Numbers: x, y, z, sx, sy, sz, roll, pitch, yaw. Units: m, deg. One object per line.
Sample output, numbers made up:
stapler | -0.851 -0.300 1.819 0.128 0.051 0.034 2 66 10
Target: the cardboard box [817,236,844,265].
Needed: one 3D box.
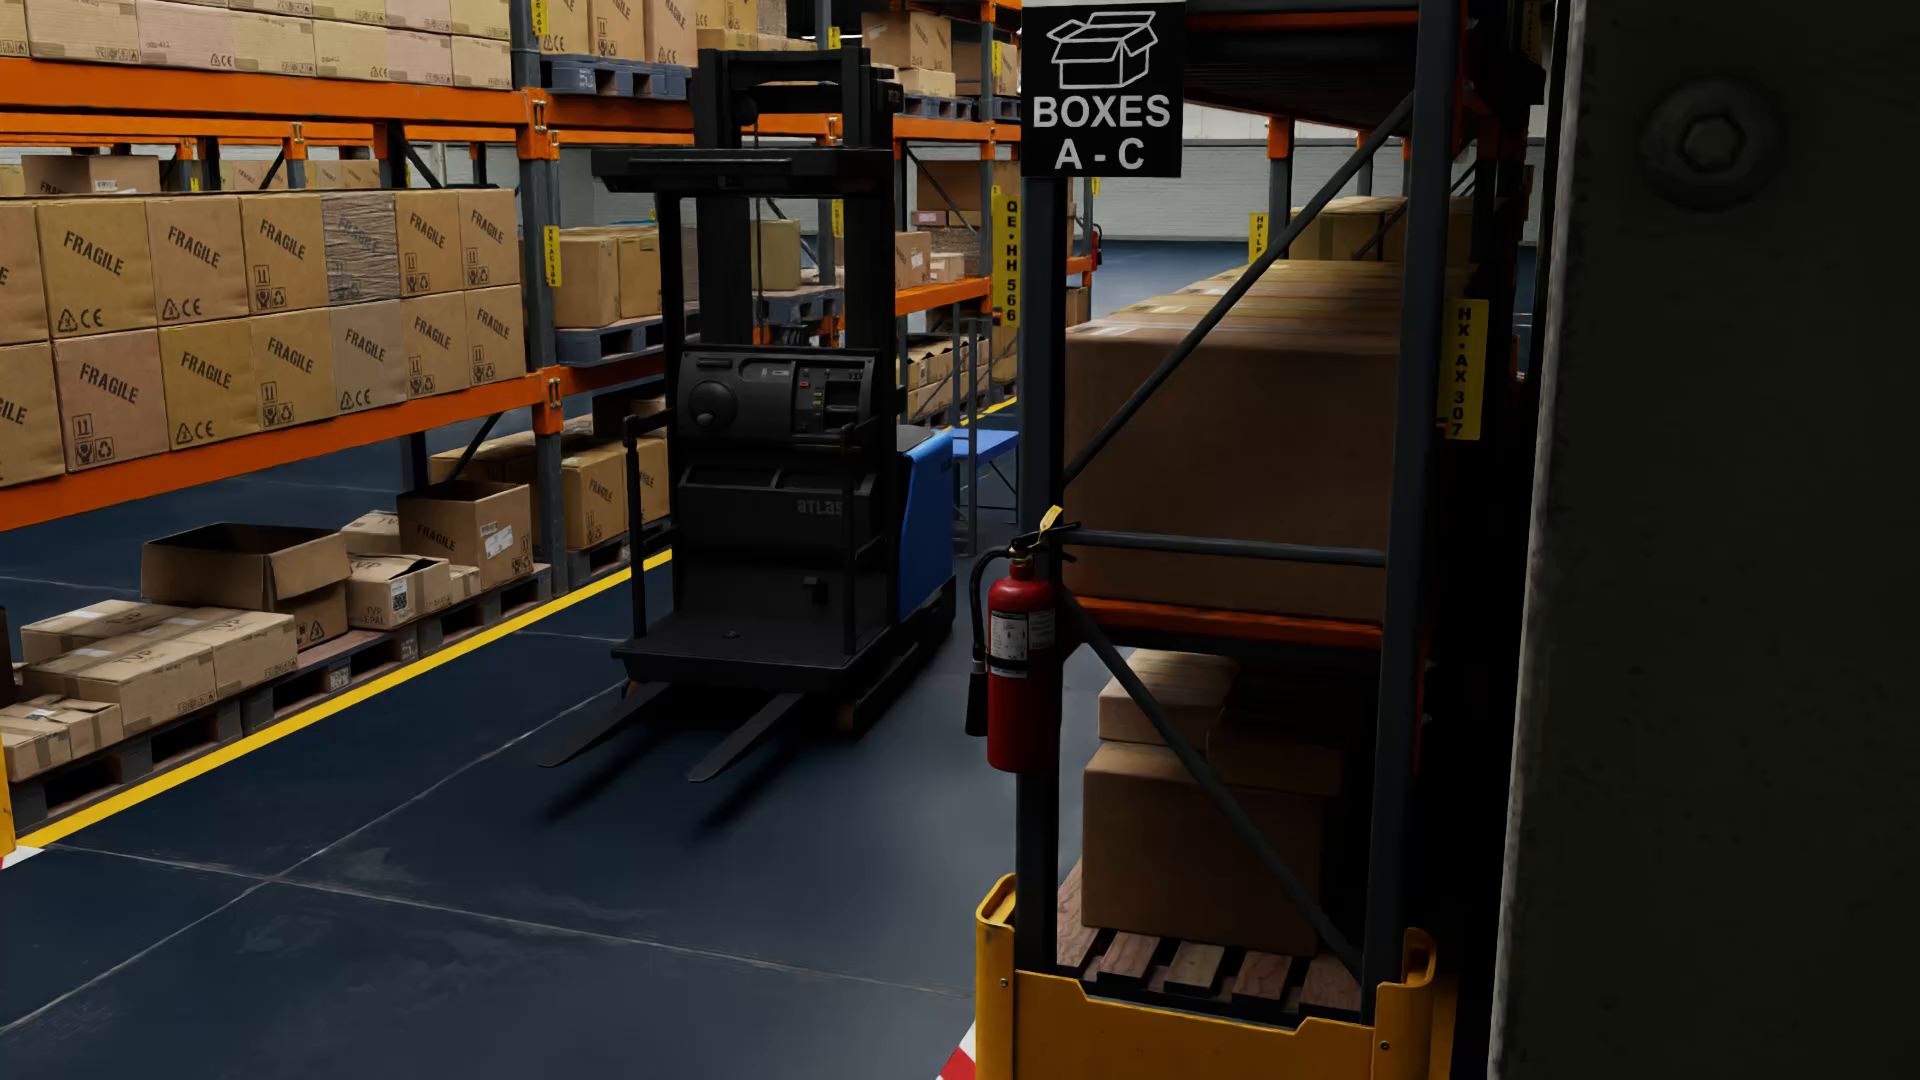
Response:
cardboard box | -0.933 -2.419 14.619 0.500 0.500 0.500 4 13 15

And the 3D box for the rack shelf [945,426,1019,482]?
rack shelf | 0.028 -0.574 10.940 0.538 0.185 1.000 4 14 18

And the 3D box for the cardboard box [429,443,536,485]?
cardboard box | -2.866 -0.293 10.162 0.500 0.500 0.500 4 14 18

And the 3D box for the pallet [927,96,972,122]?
pallet | -0.439 -4.040 15.636 0.805 0.209 1.217 4 13 16

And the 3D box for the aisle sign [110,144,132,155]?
aisle sign | -12.598 -6.053 24.924 0.394 0.787 0.004 4 14 18

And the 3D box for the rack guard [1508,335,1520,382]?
rack guard | 5.792 -2.109 19.106 1.175 0.500 0.348 4 14 18

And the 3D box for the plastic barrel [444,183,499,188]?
plastic barrel | -5.263 -3.400 18.016 0.600 0.901 0.708 4 14 18

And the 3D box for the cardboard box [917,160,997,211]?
cardboard box | -0.028 -3.633 17.023 0.700 0.500 0.500 4 14 19

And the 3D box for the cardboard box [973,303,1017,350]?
cardboard box | 0.435 -2.268 17.735 0.500 0.500 0.500 4 14 18

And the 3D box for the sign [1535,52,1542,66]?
sign | 6.335 -5.194 18.272 0.100 0.325 0.005 4 14 18

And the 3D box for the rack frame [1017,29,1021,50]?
rack frame | 1.128 -6.625 19.789 1.000 3.000 0.127 4 14 18

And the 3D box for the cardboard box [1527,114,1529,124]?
cardboard box | 5.607 -4.546 17.152 0.500 0.500 0.500 4 13 16

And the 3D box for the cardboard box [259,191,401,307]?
cardboard box | -2.999 -1.370 7.778 0.500 0.500 0.500 4 14 19

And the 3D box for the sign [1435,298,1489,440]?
sign | 1.163 -0.395 3.852 0.100 0.325 0.005 4 14 18

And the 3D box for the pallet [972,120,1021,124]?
pallet | 0.482 -4.714 18.359 1.003 0.211 1.213 4 14 18

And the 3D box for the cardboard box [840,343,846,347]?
cardboard box | -0.869 -1.712 15.723 0.500 0.311 0.500 4 13 17

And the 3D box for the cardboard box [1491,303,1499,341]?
cardboard box | 2.825 -1.423 9.545 0.500 0.500 0.500 5 14 20

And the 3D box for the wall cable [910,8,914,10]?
wall cable | -2.508 -16.140 53.835 2.305 6.003 0.169 4 14 18

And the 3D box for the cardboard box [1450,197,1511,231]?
cardboard box | 3.327 -2.114 10.888 0.500 0.250 0.500 5 14 20

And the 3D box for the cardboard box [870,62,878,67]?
cardboard box | -1.018 -3.940 14.163 0.500 0.250 0.500 4 13 17

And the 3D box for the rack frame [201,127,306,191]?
rack frame | -6.146 -2.373 14.643 1.000 3.000 0.127 4 14 18

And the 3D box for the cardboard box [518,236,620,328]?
cardboard box | -2.389 -1.510 9.695 0.700 0.500 0.500 0 13 -1

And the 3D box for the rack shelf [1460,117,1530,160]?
rack shelf | 5.170 -4.034 16.799 1.077 0.370 4.000 4 14 18

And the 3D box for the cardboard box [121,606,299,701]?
cardboard box | -3.281 0.491 7.288 0.500 0.250 0.500 4 14 18

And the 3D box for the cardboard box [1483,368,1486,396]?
cardboard box | 2.425 -0.809 8.312 0.380 0.149 0.250 4 13 17

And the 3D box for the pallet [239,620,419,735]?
pallet | -3.371 0.589 7.935 1.003 0.211 1.213 4 14 18

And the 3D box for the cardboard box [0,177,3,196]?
cardboard box | -13.674 -4.853 22.744 0.875 0.550 0.550 4 14 18

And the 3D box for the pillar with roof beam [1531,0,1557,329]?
pillar with roof beam | 4.277 -7.632 24.204 9.100 9.000 0.400 4 14 18

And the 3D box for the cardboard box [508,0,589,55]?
cardboard box | -2.522 -3.039 9.426 0.600 0.600 0.600 3 13 13

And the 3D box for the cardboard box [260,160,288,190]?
cardboard box | -8.829 -4.540 20.997 0.500 0.500 0.500 4 14 18

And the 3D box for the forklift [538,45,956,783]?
forklift | -0.889 -0.670 7.336 1.130 2.935 3.031 3 13 14

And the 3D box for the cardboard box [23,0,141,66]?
cardboard box | -3.468 -1.914 6.231 0.500 0.250 0.500 4 14 18

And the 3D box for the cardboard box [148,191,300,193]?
cardboard box | -3.506 -1.414 7.968 0.500 0.500 0.500 4 13 17

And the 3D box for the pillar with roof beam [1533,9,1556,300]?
pillar with roof beam | 6.218 -8.896 29.739 9.100 9.000 0.400 4 14 18

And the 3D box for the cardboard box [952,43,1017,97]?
cardboard box | 0.247 -4.729 16.741 0.500 0.500 0.500 6 14 23

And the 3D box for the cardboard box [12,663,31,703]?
cardboard box | -3.890 0.625 6.888 0.380 0.166 0.250 4 14 18

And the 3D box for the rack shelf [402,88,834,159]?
rack shelf | -2.107 -2.706 10.978 1.077 0.370 4.000 4 14 18

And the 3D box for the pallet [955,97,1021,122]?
pallet | 0.086 -4.458 17.238 1.003 0.211 1.213 4 14 18

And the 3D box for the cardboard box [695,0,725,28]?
cardboard box | -1.937 -3.708 11.279 0.500 0.500 0.500 4 14 18

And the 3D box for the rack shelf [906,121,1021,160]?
rack shelf | 0.481 -4.390 18.358 1.077 0.370 4.000 4 14 18

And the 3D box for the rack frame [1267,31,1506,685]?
rack frame | 1.934 -0.817 7.828 1.000 3.000 0.127 4 14 18

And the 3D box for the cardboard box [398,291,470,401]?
cardboard box | -2.839 -0.990 8.358 0.500 0.500 0.500 5 14 20

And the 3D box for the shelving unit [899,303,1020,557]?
shelving unit | 0.028 -0.749 10.900 0.538 1.500 1.048 4 14 18

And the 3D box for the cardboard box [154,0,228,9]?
cardboard box | -3.312 -2.264 6.638 0.500 0.250 0.500 4 14 18

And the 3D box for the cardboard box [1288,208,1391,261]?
cardboard box | 1.843 -1.503 8.209 0.500 0.250 0.500 5 14 20

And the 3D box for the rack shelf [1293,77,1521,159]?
rack shelf | 2.581 -2.350 9.419 1.077 0.370 4.000 4 14 18

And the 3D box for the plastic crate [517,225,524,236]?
plastic crate | -4.719 -3.122 17.782 0.402 0.464 0.583 4 14 18

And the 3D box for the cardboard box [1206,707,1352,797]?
cardboard box | 0.920 0.609 4.796 0.380 0.149 0.250 4 14 19

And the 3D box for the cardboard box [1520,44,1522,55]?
cardboard box | 3.735 -3.448 12.337 0.797 0.503 0.637 6 14 26

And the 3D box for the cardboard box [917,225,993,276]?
cardboard box | -0.028 -3.000 17.167 0.700 0.500 0.500 4 13 17

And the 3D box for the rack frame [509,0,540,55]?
rack frame | -2.754 -4.098 8.719 1.000 3.000 0.127 4 14 18

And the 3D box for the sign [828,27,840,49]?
sign | -0.947 -3.690 12.512 0.100 0.325 0.005 4 14 18

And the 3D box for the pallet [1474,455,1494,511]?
pallet | 3.482 -0.464 12.548 1.003 0.211 1.213 4 14 18

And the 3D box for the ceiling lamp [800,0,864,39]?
ceiling lamp | -3.454 -15.802 46.879 2.000 3.185 0.800 4 14 18
